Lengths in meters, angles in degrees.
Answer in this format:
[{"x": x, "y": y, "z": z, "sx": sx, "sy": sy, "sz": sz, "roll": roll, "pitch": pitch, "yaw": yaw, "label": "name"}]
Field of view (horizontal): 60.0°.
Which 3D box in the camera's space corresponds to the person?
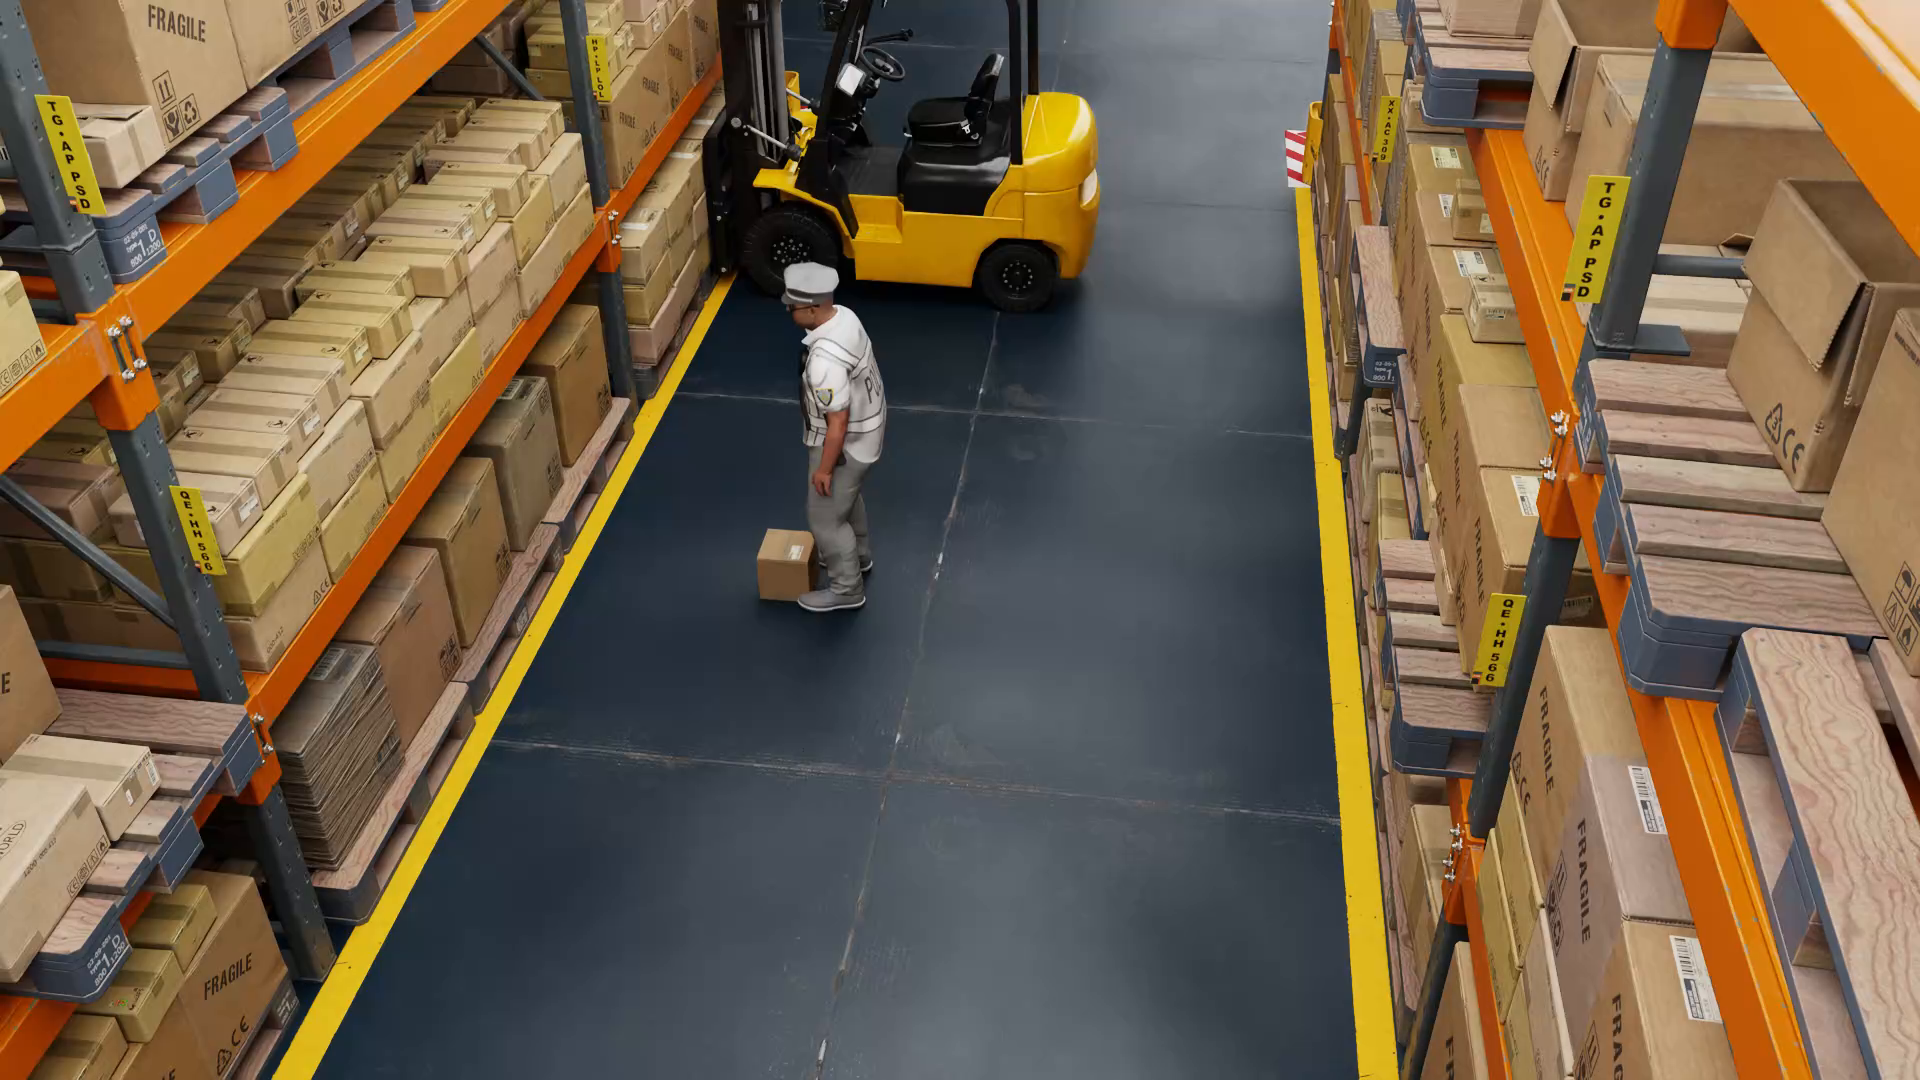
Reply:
[{"x": -0.561, "y": -0.464, "z": 7.675, "sx": 0.437, "sy": 1.747, "sz": 0.598, "roll": 2, "pitch": 36, "yaw": 3, "label": "person"}]
